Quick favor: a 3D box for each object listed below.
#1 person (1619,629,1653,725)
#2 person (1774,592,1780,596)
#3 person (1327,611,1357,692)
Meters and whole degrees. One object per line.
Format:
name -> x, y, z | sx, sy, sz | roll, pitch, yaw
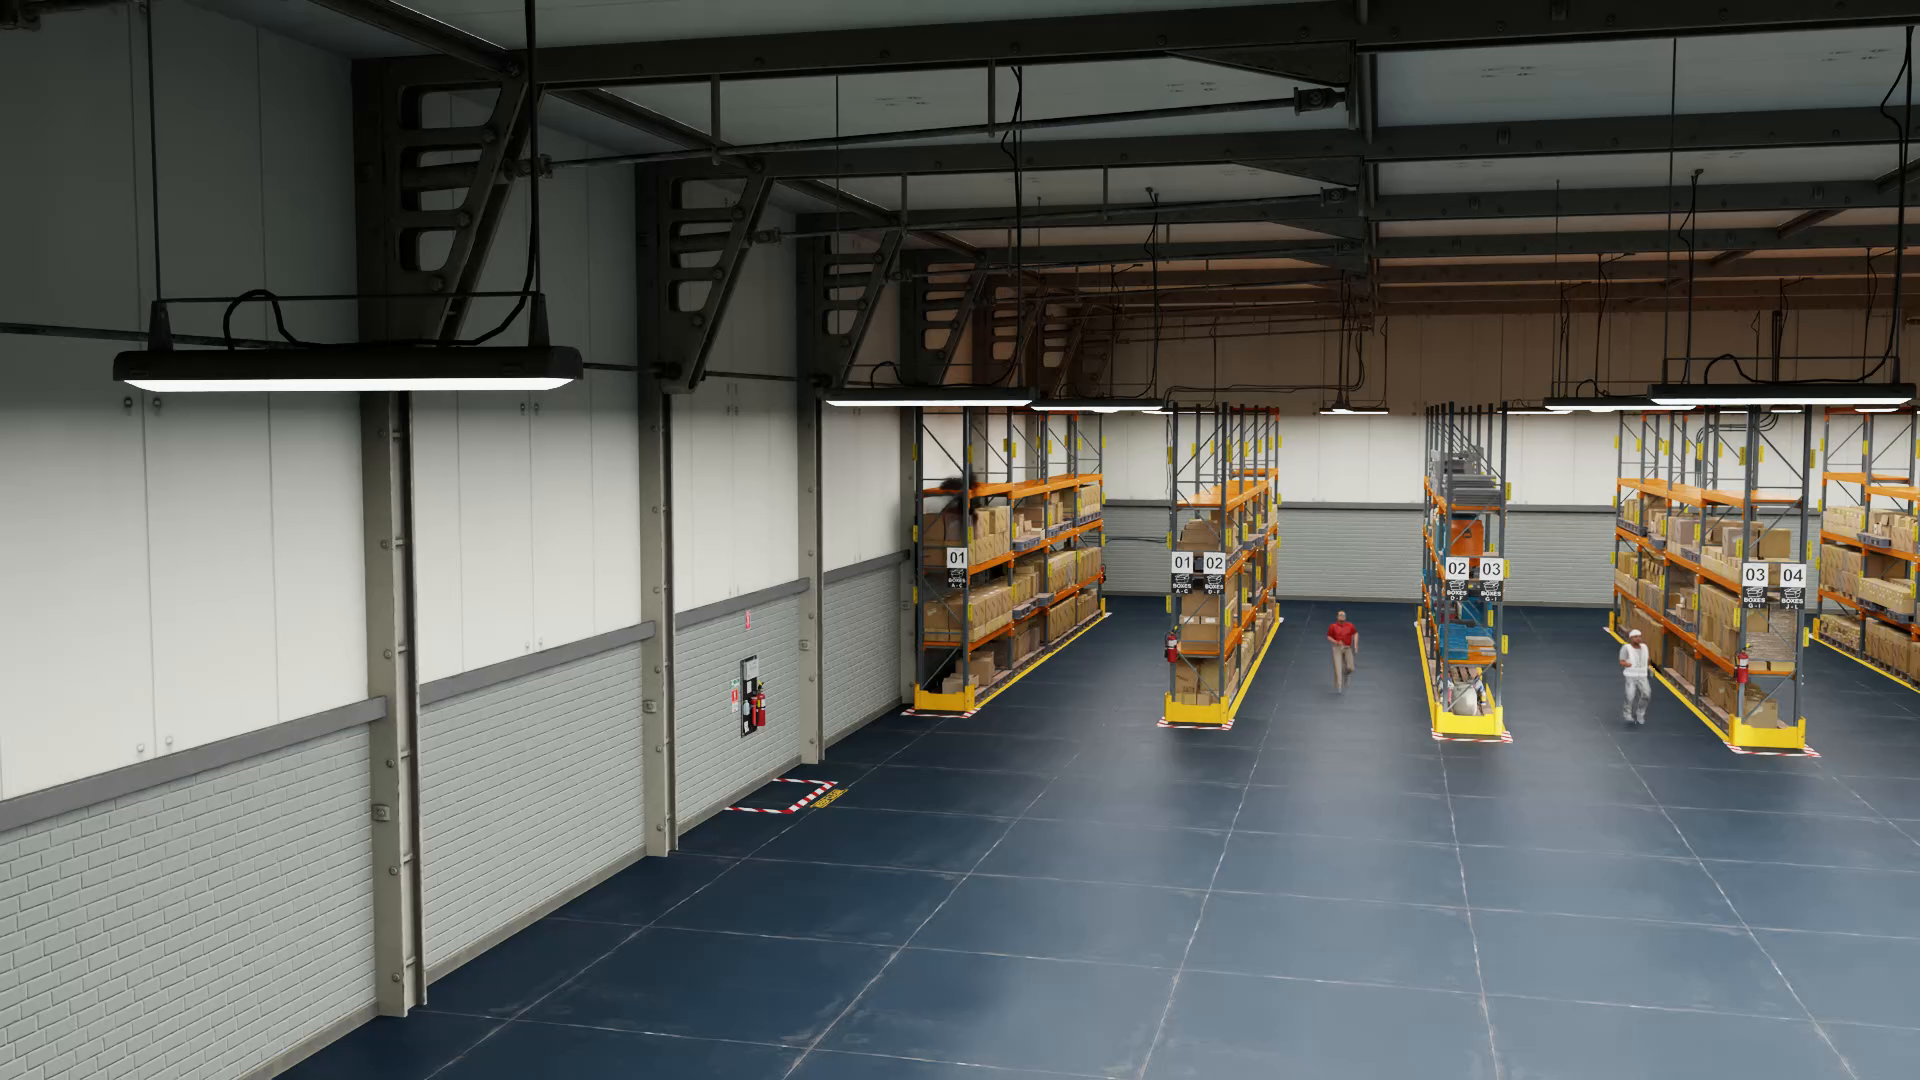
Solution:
person -> 12.576, 2.552, 30.888 | 0.657, 1.776, 0.690 | 0, 4, 2
person -> 20.561, 1.857, 41.710 | 0.514, 1.560, 0.565 | 2, 5, 20
person -> 8.000, 2.330, 34.704 | 0.674, 1.692, 0.614 | 0, 4, 0
